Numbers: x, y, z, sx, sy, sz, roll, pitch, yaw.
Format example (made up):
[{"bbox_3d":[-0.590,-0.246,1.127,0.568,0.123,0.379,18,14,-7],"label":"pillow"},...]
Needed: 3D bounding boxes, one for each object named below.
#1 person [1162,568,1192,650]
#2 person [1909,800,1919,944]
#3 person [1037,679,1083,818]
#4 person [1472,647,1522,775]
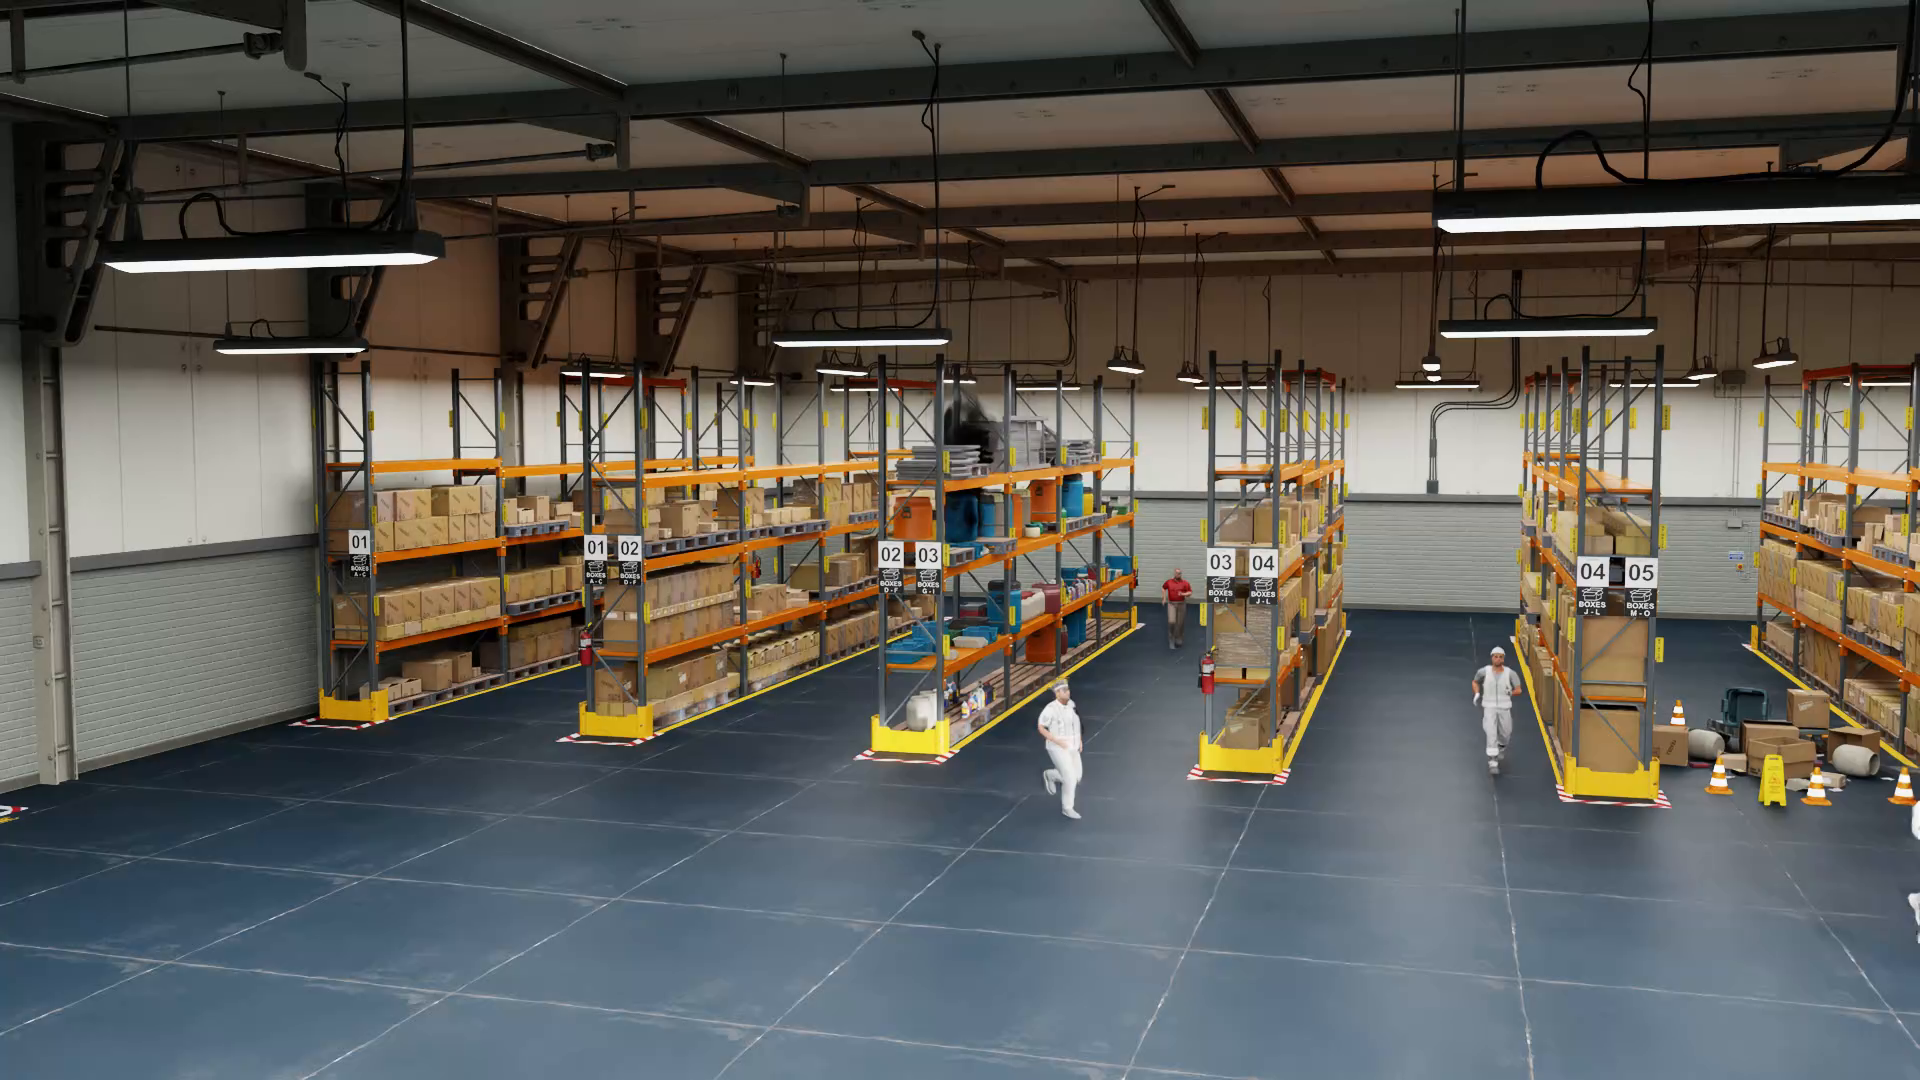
[{"bbox_3d":[4.790,1.524,36.741,0.637,1.801,0.802,0,4,4],"label":"person"},{"bbox_3d":[9.271,3.016,15.708,0.754,1.743,0.647,-3,5,-32],"label":"person"},{"bbox_3d":[1.284,2.642,21.246,0.741,1.752,0.679,4,6,43],"label":"person"},{"bbox_3d":[7.659,2.407,23.730,0.667,1.760,0.963,1,4,14],"label":"person"}]
